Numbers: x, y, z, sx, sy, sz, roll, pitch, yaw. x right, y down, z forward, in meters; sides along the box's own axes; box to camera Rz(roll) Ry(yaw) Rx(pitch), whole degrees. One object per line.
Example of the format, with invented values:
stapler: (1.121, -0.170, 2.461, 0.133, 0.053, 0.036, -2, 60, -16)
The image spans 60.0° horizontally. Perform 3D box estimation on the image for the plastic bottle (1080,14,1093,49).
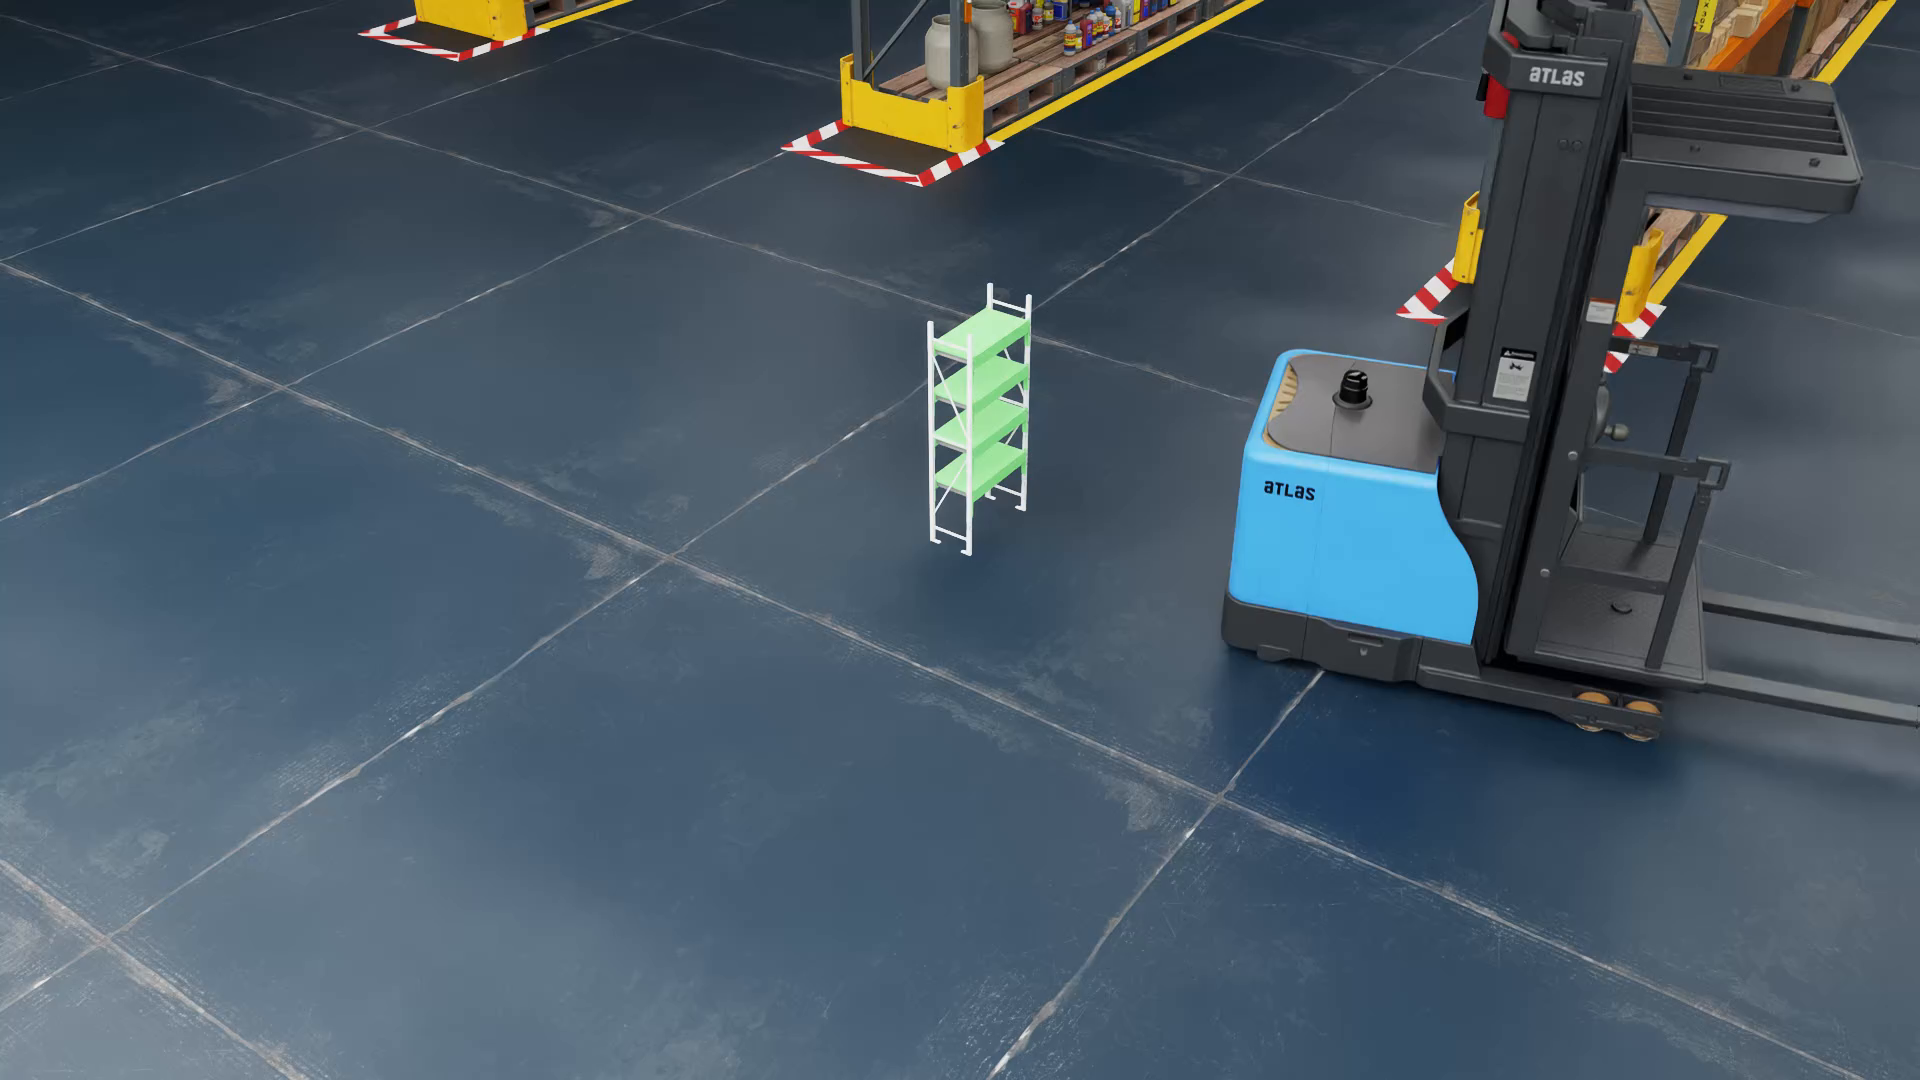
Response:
plastic bottle: (1.056, -4.262, 13.907, 0.061, 0.283, 0.133, 22, 40, 29)

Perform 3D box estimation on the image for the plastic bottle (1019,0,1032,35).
plastic bottle: (0.563, -4.487, 14.240, 0.061, 0.283, 0.133, 21, 39, 28)

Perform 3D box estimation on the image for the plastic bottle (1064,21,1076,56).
plastic bottle: (0.912, -4.159, 13.765, 0.097, 0.271, 0.097, 0, 34, 0)

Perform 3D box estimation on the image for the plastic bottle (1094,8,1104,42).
plastic bottle: (1.164, -4.362, 14.066, 0.097, 0.271, 0.097, 0, 34, 0)

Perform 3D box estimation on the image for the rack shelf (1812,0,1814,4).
rack shelf: (7.112, -5.253, 13.982, 1.077, 0.370, 4.000, 21, 39, 28)

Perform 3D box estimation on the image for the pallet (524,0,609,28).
pallet: (-4.044, -5.166, 15.700, 1.003, 0.211, 1.213, 21, 39, 28)

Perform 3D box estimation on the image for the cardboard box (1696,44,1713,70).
cardboard box: (4.362, -2.960, 10.173, 0.380, 0.149, 0.250, 21, 39, 28)

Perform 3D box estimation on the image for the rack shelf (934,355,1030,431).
rack shelf: (0.094, -0.719, 7.928, 0.258, 0.148, 0.480, 21, 39, 28)

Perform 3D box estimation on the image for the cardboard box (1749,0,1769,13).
cardboard box: (5.223, -3.648, 11.191, 0.380, 0.149, 0.250, 21, 39, 28)

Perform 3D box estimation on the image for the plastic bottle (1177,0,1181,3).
plastic bottle: (1.952, -4.969, 15.026, 0.097, 0.201, 0.097, 0, 34, 0)

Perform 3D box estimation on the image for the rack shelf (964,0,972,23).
rack shelf: (0.762, -4.994, 13.599, 1.077, 0.370, 4.000, 21, 39, 28)

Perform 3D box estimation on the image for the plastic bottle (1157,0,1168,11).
plastic bottle: (1.772, -4.909, 14.803, 0.144, 0.351, 0.185, 20, 39, 27)

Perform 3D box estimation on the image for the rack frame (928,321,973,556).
rack frame: (-0.045, -0.461, 7.860, 0.240, 1.200, 0.015, 21, 39, 28)

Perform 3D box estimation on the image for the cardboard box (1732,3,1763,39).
cardboard box: (4.984, -3.400, 10.824, 0.380, 0.149, 0.250, 21, 39, 28)

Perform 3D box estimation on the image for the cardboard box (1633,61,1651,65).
cardboard box: (4.049, -2.741, 9.849, 0.380, 0.149, 0.250, 21, 39, 28)

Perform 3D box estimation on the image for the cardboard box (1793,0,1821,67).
cardboard box: (6.627, -4.266, 13.720, 0.700, 0.500, 0.500, 21, 39, 28)

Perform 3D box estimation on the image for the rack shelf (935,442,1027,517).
rack shelf: (0.094, -0.321, 8.197, 0.258, 0.148, 0.480, 21, 39, 28)

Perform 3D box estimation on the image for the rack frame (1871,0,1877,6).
rack frame: (8.252, -6.471, 15.142, 1.000, 3.000, 0.127, 21, 39, 28)

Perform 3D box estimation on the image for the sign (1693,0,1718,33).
sign: (4.136, -2.975, 9.199, 0.100, 0.325, 0.005, 21, 39, 28)

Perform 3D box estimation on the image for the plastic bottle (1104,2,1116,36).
plastic bottle: (1.280, -4.456, 14.204, 0.097, 0.271, 0.097, 0, 34, 0)

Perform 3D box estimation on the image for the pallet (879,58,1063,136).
pallet: (0.094, -3.639, 13.442, 1.003, 0.211, 1.213, 21, 39, 28)

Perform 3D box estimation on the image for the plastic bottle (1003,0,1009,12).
plastic bottle: (0.360, -4.474, 14.220, 0.061, 0.283, 0.133, 22, 40, 29)

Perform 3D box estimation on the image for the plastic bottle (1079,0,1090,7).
plastic bottle: (1.118, -4.920, 14.891, 0.097, 0.271, 0.097, 0, 34, 0)

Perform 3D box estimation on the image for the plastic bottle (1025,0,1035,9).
plastic bottle: (0.554, -4.582, 14.387, 0.152, 0.276, 0.135, 20, 39, 27)

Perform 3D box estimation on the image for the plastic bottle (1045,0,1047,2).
plastic bottle: (0.751, -4.776, 14.607, 0.144, 0.351, 0.185, 21, 39, 28)

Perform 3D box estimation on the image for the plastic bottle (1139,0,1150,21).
plastic bottle: (1.604, -4.705, 14.561, 0.061, 0.283, 0.133, 24, 41, 31)

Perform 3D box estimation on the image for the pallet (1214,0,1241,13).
pallet: (2.318, -5.431, 16.093, 1.003, 0.211, 1.213, 21, 39, 28)

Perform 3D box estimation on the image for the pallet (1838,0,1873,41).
pallet: (7.805, -4.957, 15.392, 1.003, 0.211, 1.213, 21, 39, 28)

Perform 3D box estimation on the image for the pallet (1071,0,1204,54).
pallet: (1.485, -4.762, 15.103, 1.003, 0.211, 1.213, 21, 39, 28)

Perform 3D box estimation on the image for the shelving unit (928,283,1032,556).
shelving unit: (0.094, -0.573, 8.027, 0.258, 1.200, 0.503, 21, 39, 28)

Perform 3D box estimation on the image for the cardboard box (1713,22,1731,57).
cardboard box: (4.636, -3.194, 10.520, 0.380, 0.149, 0.250, 21, 39, 28)

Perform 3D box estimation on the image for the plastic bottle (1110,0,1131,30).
plastic bottle: (1.383, -4.568, 14.365, 0.152, 0.276, 0.135, 22, 40, 29)

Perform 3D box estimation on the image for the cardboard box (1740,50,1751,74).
cardboard box: (5.710, -3.598, 12.749, 0.500, 0.500, 0.500, 20, 39, 27)

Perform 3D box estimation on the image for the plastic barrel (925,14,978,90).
plastic barrel: (-0.066, -3.842, 13.100, 0.421, 0.512, 0.421, 0, 34, 0)

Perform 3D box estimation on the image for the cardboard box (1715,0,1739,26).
cardboard box: (4.534, -3.683, 10.664, 0.875, 0.500, 0.500, 21, 39, 28)

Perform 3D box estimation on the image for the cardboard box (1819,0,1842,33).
cardboard box: (7.263, -4.781, 14.481, 0.700, 0.500, 0.500, 25, 41, 32)

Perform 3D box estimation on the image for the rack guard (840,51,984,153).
rack guard: (-0.374, -3.386, 12.811, 1.175, 0.500, 0.348, 21, 39, 28)

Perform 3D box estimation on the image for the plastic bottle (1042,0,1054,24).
plastic bottle: (0.769, -4.610, 14.495, 0.097, 0.201, 0.097, 0, 34, 0)

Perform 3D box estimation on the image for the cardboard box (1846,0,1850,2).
cardboard box: (7.887, -5.303, 15.253, 0.700, 0.500, 0.500, 19, 38, 26)

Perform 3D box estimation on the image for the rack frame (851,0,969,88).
rack frame: (-0.378, -4.372, 12.037, 1.000, 3.000, 0.127, 21, 39, 28)

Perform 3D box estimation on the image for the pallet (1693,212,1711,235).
pallet: (4.922, -2.591, 11.893, 1.003, 0.211, 1.213, 21, 39, 28)

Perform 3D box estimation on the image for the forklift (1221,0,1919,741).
forklift: (2.751, -0.705, 6.675, 3.031, 2.935, 1.130, 10, 35, 15)
